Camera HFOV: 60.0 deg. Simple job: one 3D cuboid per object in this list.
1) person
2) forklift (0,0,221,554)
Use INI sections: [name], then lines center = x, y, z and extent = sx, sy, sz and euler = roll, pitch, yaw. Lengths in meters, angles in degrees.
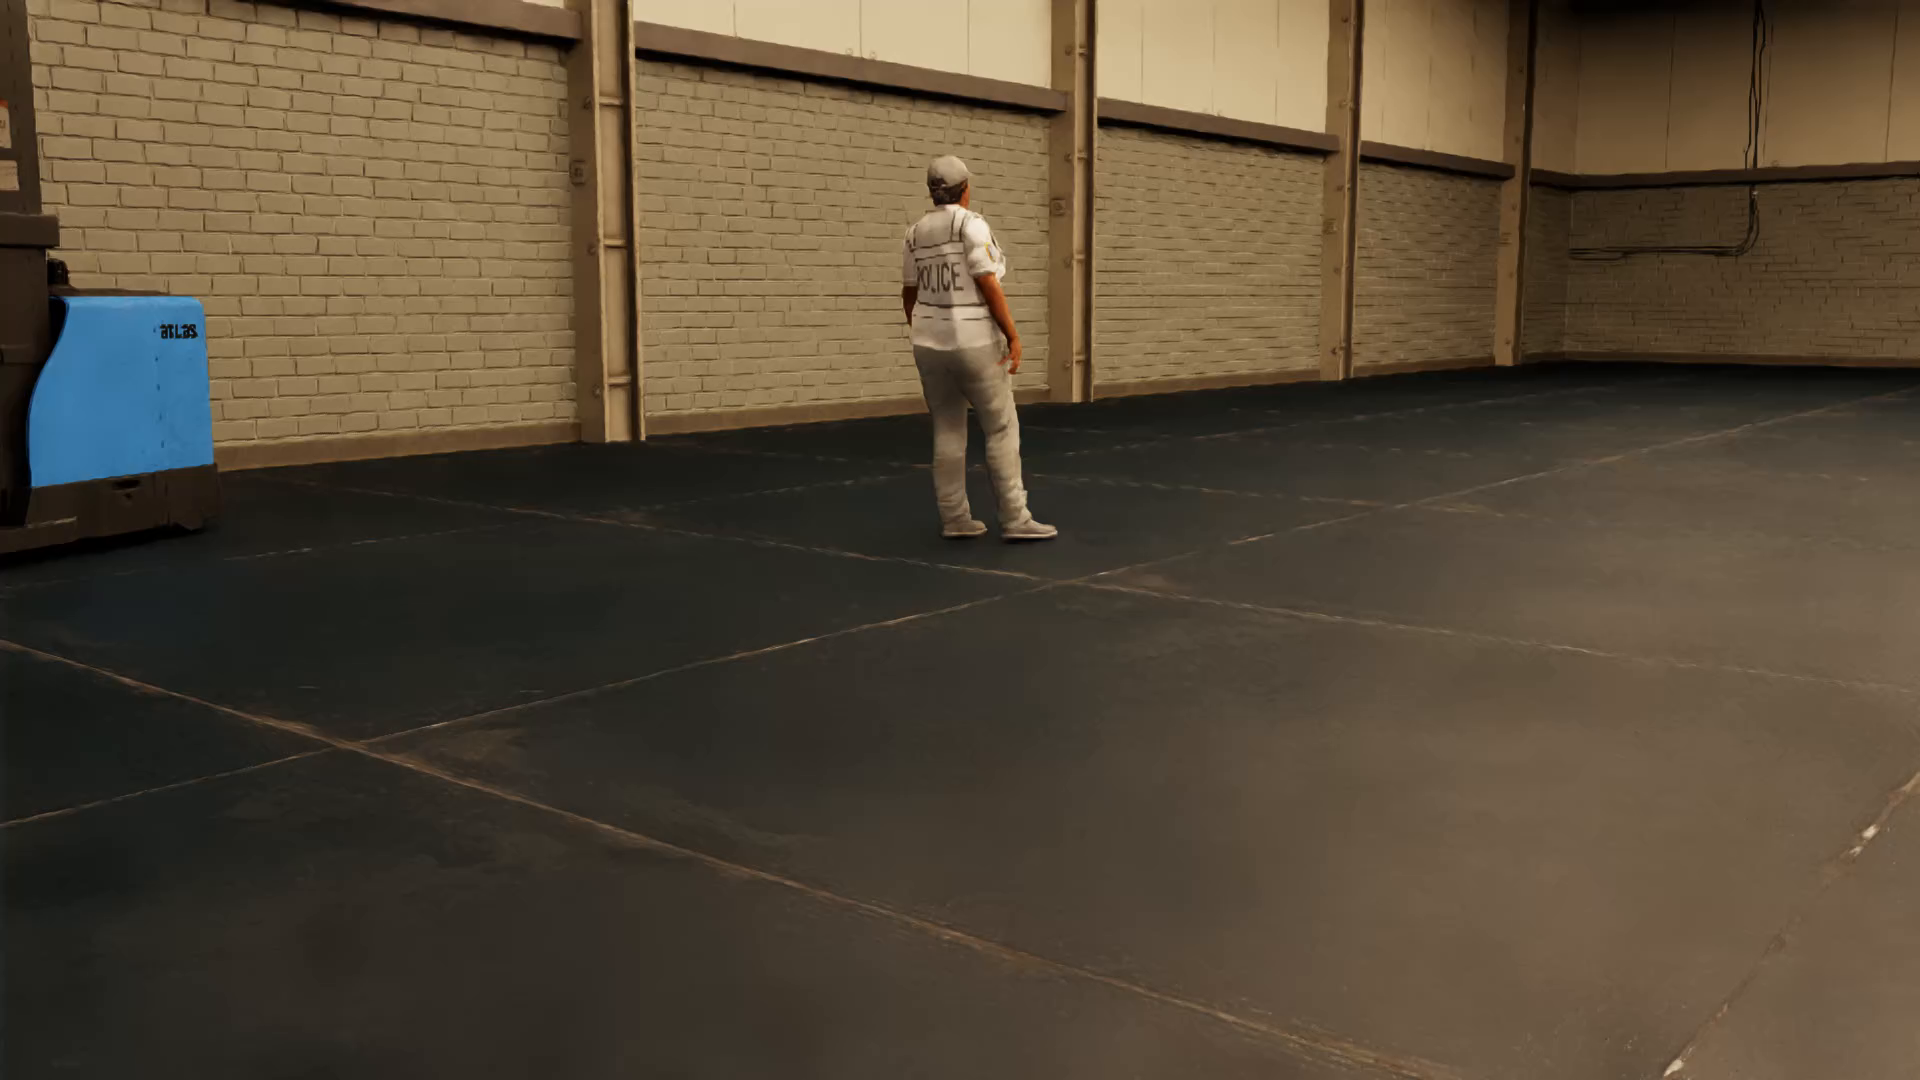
[person]
center = 0.066, -0.838, 7.328
extent = 0.598, 1.669, 0.529
euler = 7, 11, 38
[forklift]
center = -4.374, -1.317, 6.279
extent = 1.130, 2.935, 3.031
euler = 3, 9, 19
